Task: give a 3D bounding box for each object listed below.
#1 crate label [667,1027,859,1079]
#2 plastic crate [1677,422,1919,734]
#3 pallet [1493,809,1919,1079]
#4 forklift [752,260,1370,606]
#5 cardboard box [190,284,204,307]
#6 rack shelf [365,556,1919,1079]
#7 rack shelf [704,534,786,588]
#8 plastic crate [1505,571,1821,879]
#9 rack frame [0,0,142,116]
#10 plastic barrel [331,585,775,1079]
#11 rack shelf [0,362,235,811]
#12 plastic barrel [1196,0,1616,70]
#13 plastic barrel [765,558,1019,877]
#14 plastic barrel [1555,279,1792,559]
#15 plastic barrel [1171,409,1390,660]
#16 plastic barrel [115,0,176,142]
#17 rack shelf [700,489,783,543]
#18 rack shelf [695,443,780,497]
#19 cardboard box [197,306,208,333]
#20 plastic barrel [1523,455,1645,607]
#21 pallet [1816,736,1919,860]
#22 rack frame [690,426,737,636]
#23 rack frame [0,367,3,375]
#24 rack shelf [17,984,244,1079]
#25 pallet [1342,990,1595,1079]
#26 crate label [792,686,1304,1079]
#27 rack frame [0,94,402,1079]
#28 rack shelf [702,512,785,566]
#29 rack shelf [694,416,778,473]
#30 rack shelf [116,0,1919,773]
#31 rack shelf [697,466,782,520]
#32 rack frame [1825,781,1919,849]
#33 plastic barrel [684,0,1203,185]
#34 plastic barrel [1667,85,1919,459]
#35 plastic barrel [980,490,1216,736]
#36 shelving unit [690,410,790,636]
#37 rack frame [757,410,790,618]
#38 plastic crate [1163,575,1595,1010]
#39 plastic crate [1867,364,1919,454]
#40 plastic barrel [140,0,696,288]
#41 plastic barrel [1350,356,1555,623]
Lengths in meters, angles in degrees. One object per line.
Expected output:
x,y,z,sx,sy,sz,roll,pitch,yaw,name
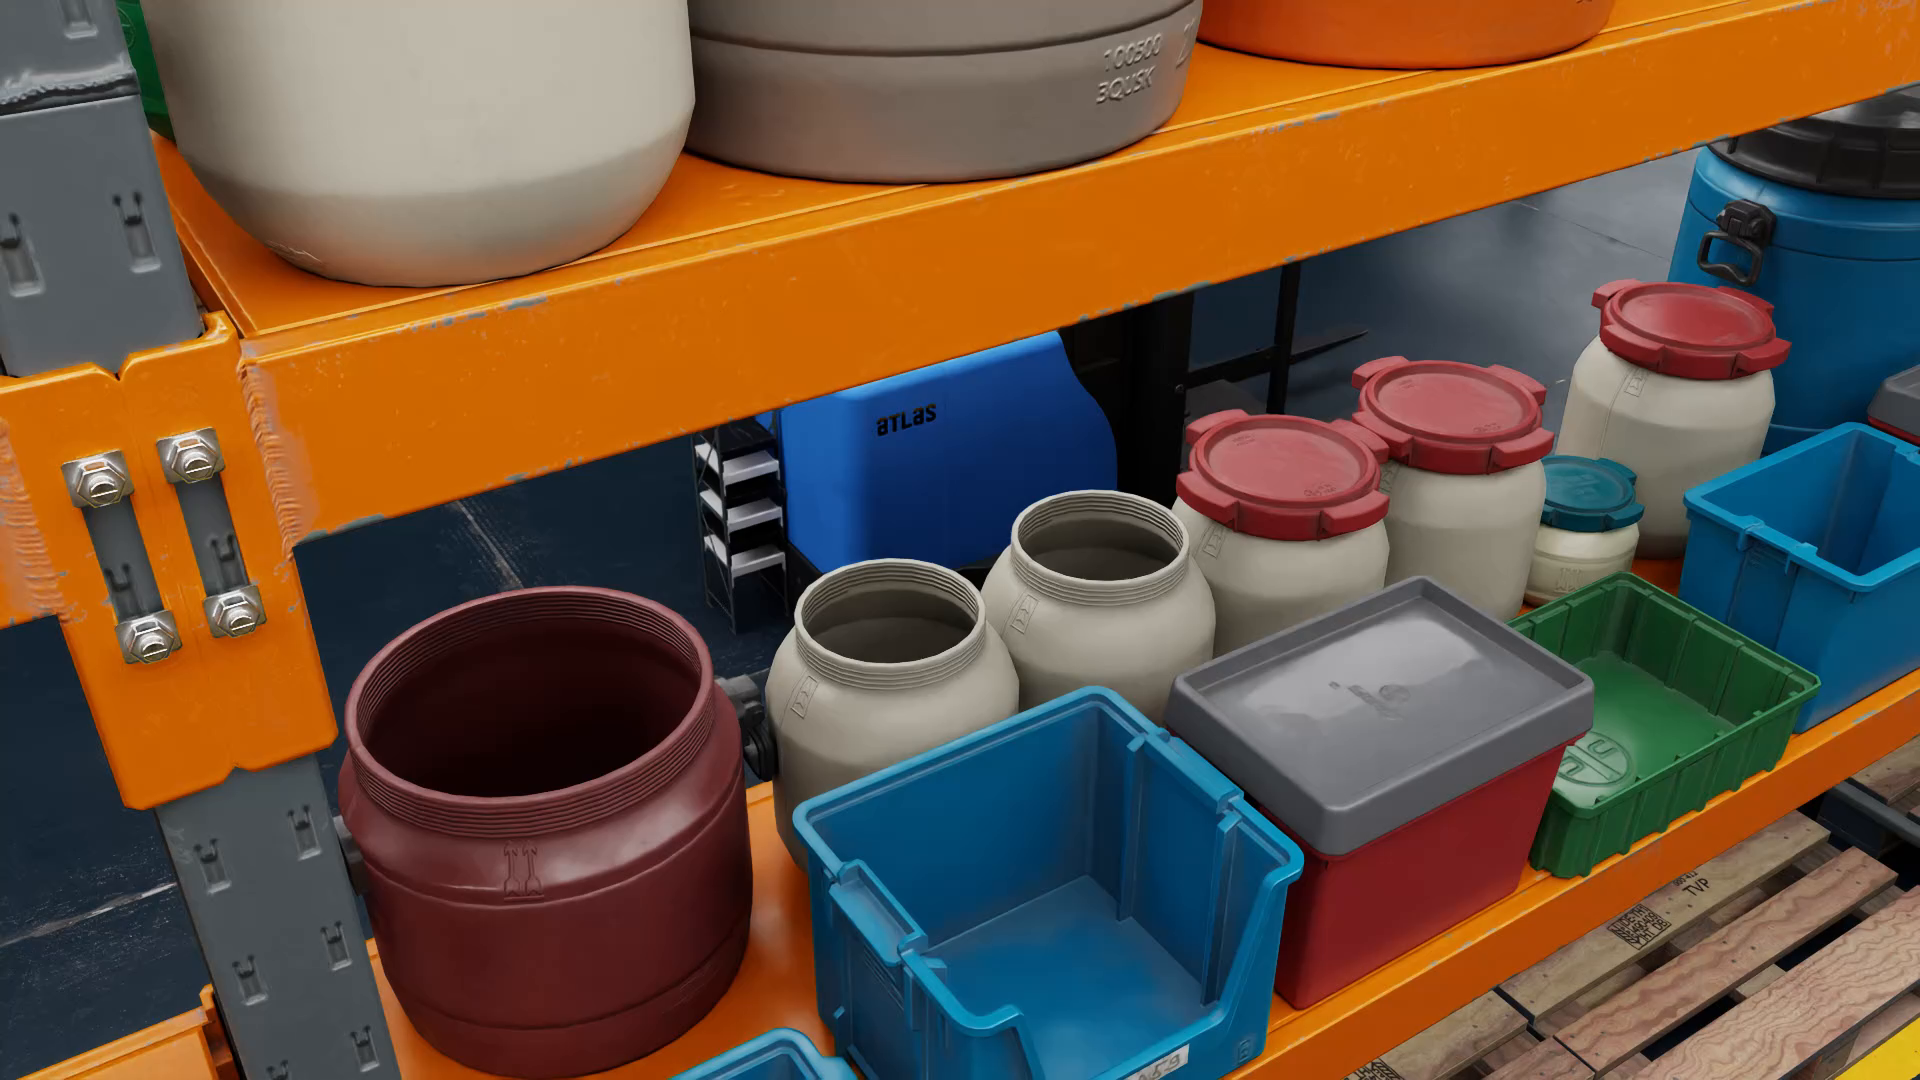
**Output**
-0.304,0.887,2.189,0.416,0.233,0.303,-19,37,-27,crate label
1.742,0.079,3.328,0.575,0.384,0.392,-19,37,-27,plastic crate
1.862,1.038,4.407,1.213,0.211,1.003,-19,37,-27,pallet
0.659,-1.426,5.763,3.031,2.935,1.130,-18,37,-26,forklift
-2.998,-1.104,6.417,0.500,0.250,0.500,-17,36,-25,cardboard box
0.820,0.496,3.326,4.000,0.370,1.077,-19,37,-27,rack shelf
-0.747,0.047,5.732,0.200,0.077,0.258,-18,37,-26,rack shelf
1.190,0.333,3.109,0.662,0.188,0.450,-19,37,-27,plastic crate
-0.861,-1.767,0.617,0.127,3.000,1.000,-19,37,-27,rack frame
-0.635,0.443,2.609,0.708,0.536,0.600,-19,37,-27,plastic barrel
-2.542,0.384,0.693,4.000,0.370,1.077,-19,37,-27,rack shelf
0.497,-1.009,1.825,0.708,0.830,0.600,-19,37,-27,plastic barrel
-0.112,0.330,2.811,0.421,0.512,0.421,0,32,0,plastic barrel
1.578,-0.265,3.732,0.433,0.535,0.433,0,32,0,plastic barrel
0.598,0.072,3.197,0.433,0.535,0.433,0,32,0,plastic barrel
-0.681,-0.527,1.608,0.294,0.245,0.294,0,32,0,plastic barrel
-0.747,-0.105,5.636,0.200,0.077,0.258,-18,37,-26,rack shelf
-0.747,-0.257,5.540,0.200,0.077,0.258,-18,37,-26,rack shelf
-2.992,-0.782,6.609,0.500,0.500,0.700,-21,38,-30,cardboard box
1.306,-0.014,3.590,0.301,0.262,0.301,0,32,0,plastic barrel
3.088,0.618,5.073,1.213,0.211,1.003,-19,37,-27,pallet
-0.833,-0.105,5.573,0.006,0.900,0.240,-18,37,-26,rack frame
-3.544,-1.451,5.739,0.127,3.000,1.000,-19,37,-27,rack frame
-2.542,1.653,1.493,4.000,0.370,1.077,-19,37,-27,rack shelf
0.836,1.392,3.845,1.213,0.211,1.003,-19,37,-27,pallet
0.121,0.589,2.471,0.616,0.435,0.502,-19,37,-27,crate label
-0.861,0.770,2.218,0.127,3.000,1.000,-19,37,-27,rack frame
-0.747,-0.029,5.684,0.200,0.077,0.258,-18,37,-26,rack shelf
-0.747,-0.334,5.492,0.200,0.077,0.258,-18,37,-26,rack shelf
0.820,-0.772,2.526,4.000,0.370,1.077,-19,37,-27,rack shelf
-0.747,-0.181,5.588,0.200,0.077,0.258,-18,37,-26,rack shelf
2.501,-0.386,4.051,0.127,3.000,1.000,-19,37,-27,rack frame
-0.053,-0.851,1.506,0.600,0.901,0.600,0,32,0,plastic barrel
2.012,-0.622,3.955,0.708,0.901,0.600,-19,37,-27,plastic barrel
0.242,0.208,3.004,0.421,0.512,0.421,0,32,0,plastic barrel
-0.747,-0.133,5.618,0.210,0.900,0.258,-18,37,-26,shelving unit
-0.660,-0.162,5.663,0.006,0.900,0.240,-18,37,-26,rack frame
0.663,0.413,2.724,0.583,0.464,0.402,-19,37,-27,plastic crate
2.260,-0.136,3.594,0.583,0.464,0.402,-19,37,-27,plastic crate
-0.434,-0.498,1.312,0.421,0.512,0.421,0,32,0,plastic barrel
0.962,-0.053,3.396,0.433,0.535,0.433,0,32,0,plastic barrel
